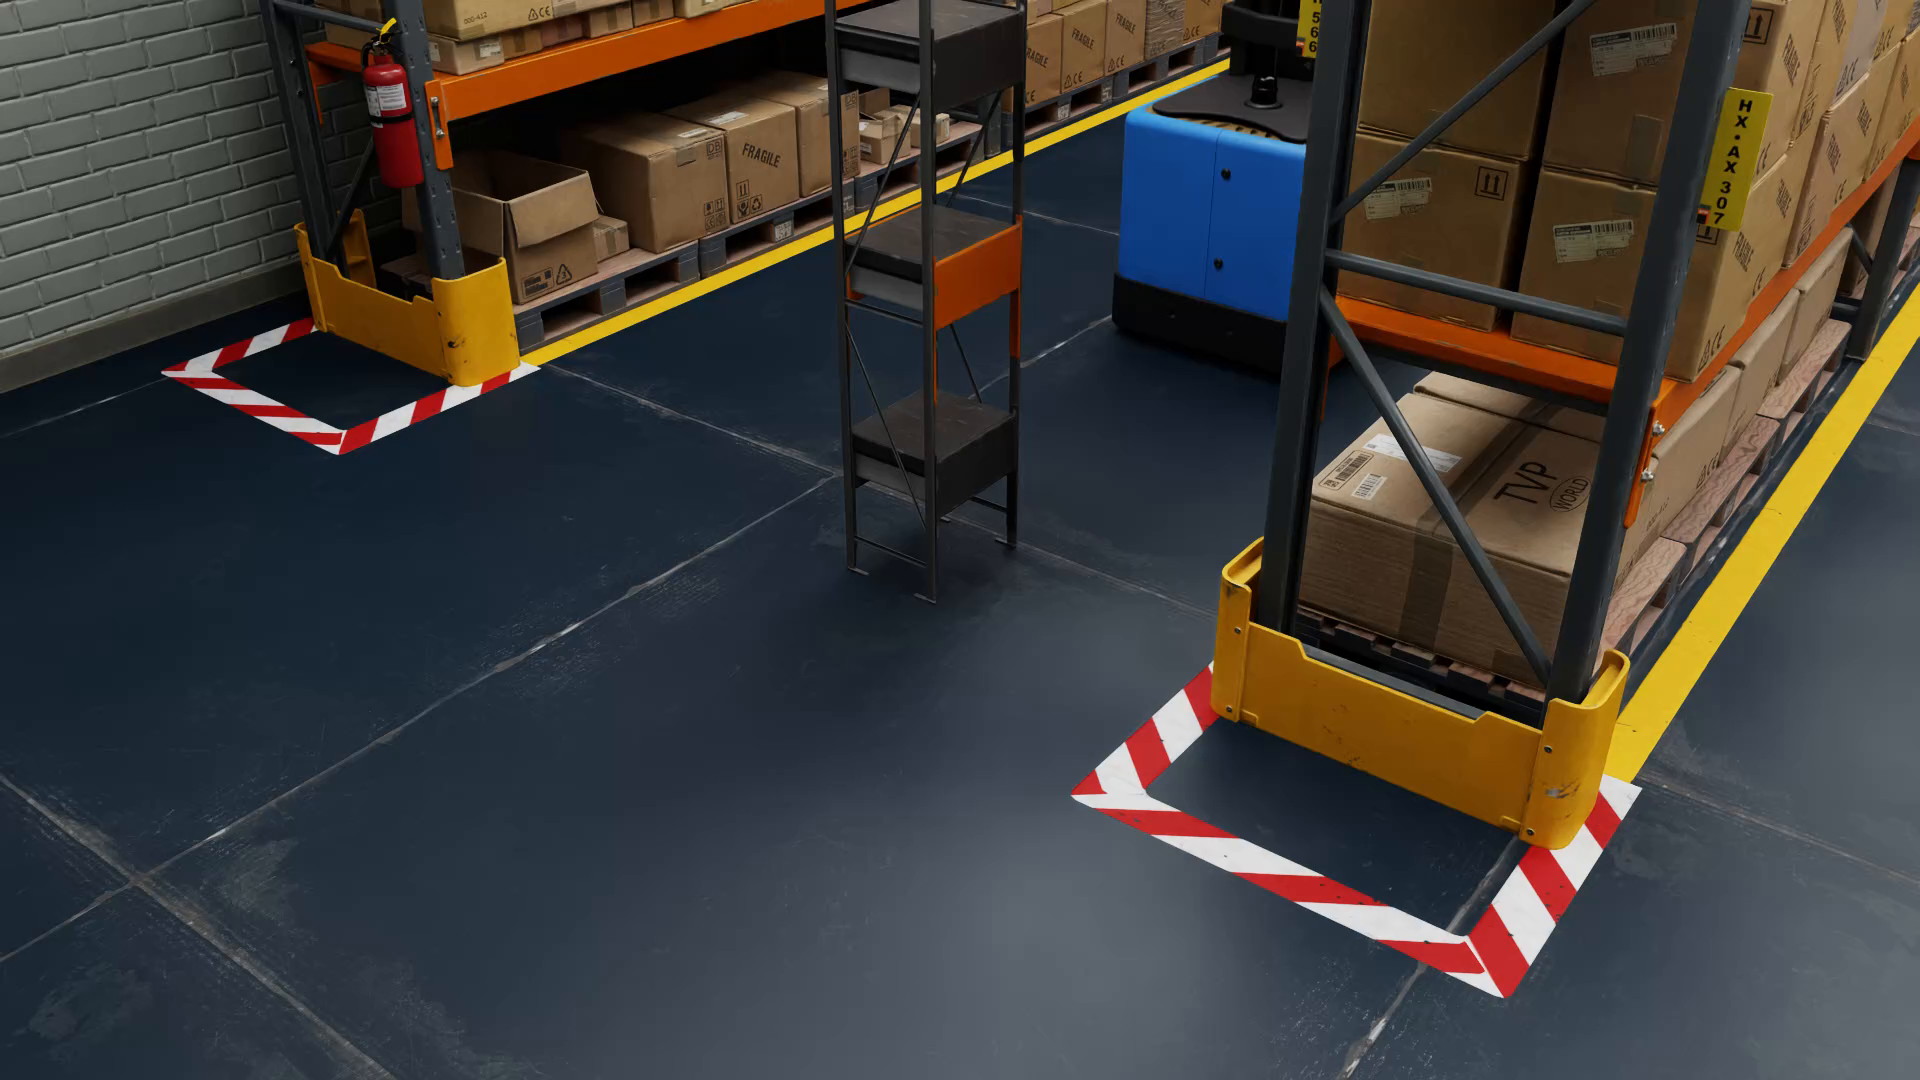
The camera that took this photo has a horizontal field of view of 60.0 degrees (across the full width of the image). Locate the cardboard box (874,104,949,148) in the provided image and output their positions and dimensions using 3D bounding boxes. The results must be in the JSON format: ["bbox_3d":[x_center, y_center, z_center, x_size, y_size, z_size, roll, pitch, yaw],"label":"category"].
[{"bbox_3d":[-0.286,-2.439,9.808,0.380,0.149,0.250,20,36,30],"label":"cardboard box"}]

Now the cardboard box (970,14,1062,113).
[{"bbox_3d":[0.288,-3.034,10.468,0.500,0.500,0.500,23,38,33],"label":"cardboard box"}]

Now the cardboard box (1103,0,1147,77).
[{"bbox_3d":[0.906,-3.455,11.178,0.500,0.500,0.500,20,36,30],"label":"cardboard box"}]

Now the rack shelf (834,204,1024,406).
[{"bbox_3d":[-0.100,-0.824,5.608,0.431,0.518,0.480,21,37,31],"label":"rack shelf"}]

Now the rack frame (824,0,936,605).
[{"bbox_3d":[-0.247,-0.737,5.434,0.400,2.100,0.015,21,37,31],"label":"rack frame"}]

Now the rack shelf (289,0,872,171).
[{"bbox_3d":[-1.391,-2.679,8.534,1.077,0.370,4.000,21,37,31],"label":"rack shelf"}]

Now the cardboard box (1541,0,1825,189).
[{"bbox_3d":[1.878,-1.230,4.305,0.500,0.500,0.500,20,36,30],"label":"cardboard box"}]

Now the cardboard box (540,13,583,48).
[{"bbox_3d":[-1.933,-2.352,7.523,0.380,0.149,0.250,21,36,31],"label":"cardboard box"}]

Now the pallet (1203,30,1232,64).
[{"bbox_3d":[1.750,-3.936,12.685,1.003,0.211,1.213,21,37,31],"label":"pallet"}]

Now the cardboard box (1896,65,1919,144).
[{"bbox_3d":[3.394,-1.841,6.316,0.500,0.500,0.500,20,36,30],"label":"cardboard box"}]

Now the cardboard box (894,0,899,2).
[{"bbox_3d":[-0.191,-3.424,10.490,0.380,0.149,0.250,20,36,29],"label":"cardboard box"}]

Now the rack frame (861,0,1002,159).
[{"bbox_3d":[-0.183,-3.802,9.723,1.000,3.000,0.127,21,37,31],"label":"rack frame"}]

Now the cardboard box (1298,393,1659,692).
[{"bbox_3d":[1.680,-0.027,5.455,0.875,0.438,0.875,20,36,30],"label":"cardboard box"}]

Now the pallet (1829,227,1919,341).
[{"bbox_3d":[4.182,-1.413,8.427,1.003,0.211,1.213,21,37,31],"label":"pallet"}]

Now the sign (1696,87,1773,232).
[{"bbox_3d":[1.800,-0.883,3.871,0.100,0.325,0.005,21,37,31],"label":"sign"}]

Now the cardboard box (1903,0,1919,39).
[{"bbox_3d":[3.099,-2.058,5.702,0.500,0.500,0.500,22,37,32],"label":"cardboard box"}]

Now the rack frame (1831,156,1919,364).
[{"bbox_3d":[3.776,-2.276,7.148,1.000,3.000,0.127,21,37,31],"label":"rack frame"}]

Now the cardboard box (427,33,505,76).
[{"bbox_3d":[-2.181,-2.117,7.126,0.380,0.149,0.250,21,36,31],"label":"cardboard box"}]

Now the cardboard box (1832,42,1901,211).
[{"bbox_3d":[2.774,-1.424,5.612,0.500,0.500,0.500,22,37,33],"label":"cardboard box"}]

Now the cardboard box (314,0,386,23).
[{"bbox_3d":[-2.532,-2.508,7.395,0.500,0.250,0.500,22,37,33],"label":"cardboard box"}]

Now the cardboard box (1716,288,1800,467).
[{"bbox_3d":[2.772,-0.768,6.705,0.875,0.438,0.875,20,36,30],"label":"cardboard box"}]

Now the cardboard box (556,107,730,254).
[{"bbox_3d":[-1.606,-1.836,8.446,0.700,0.500,0.500,23,38,33],"label":"cardboard box"}]

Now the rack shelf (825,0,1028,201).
[{"bbox_3d":[-0.100,-1.426,5.251,0.431,0.518,0.480,21,37,31],"label":"rack shelf"}]

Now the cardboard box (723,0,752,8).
[{"bbox_3d":[-1.221,-2.739,8.175,0.380,0.149,0.250,22,37,32],"label":"cardboard box"}]

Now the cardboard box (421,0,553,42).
[{"bbox_3d":[-2.109,-2.341,7.113,0.500,0.250,0.500,21,37,32],"label":"cardboard box"}]

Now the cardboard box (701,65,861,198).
[{"bbox_3d":[-0.980,-2.258,9.158,0.700,0.500,0.500,20,36,30],"label":"cardboard box"}]

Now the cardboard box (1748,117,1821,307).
[{"bbox_3d":[2.163,-1.014,4.920,0.500,0.500,0.500,21,36,31],"label":"cardboard box"}]

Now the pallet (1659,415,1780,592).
[{"bbox_3d":[2.519,-0.293,6.537,1.003,0.211,1.213,21,37,31],"label":"pallet"}]

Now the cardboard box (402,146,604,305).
[{"bbox_3d":[-2.153,-1.502,7.879,0.797,0.503,0.637,20,36,29],"label":"cardboard box"}]

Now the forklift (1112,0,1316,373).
[{"bbox_3d":[2.024,-2.673,7.885,1.130,2.935,3.031,22,37,32],"label":"forklift"}]

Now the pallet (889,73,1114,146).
[{"bbox_3d":[0.277,-2.944,11.011,1.003,0.211,1.213,21,37,31],"label":"pallet"}]

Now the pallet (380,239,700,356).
[{"bbox_3d":[-2.072,-1.331,8.290,1.003,0.211,1.213,21,37,31],"label":"pallet"}]

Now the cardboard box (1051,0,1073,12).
[{"bbox_3d":[0.497,-3.494,10.607,0.380,0.149,0.250,19,36,29],"label":"cardboard box"}]

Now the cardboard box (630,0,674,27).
[{"bbox_3d":[-1.576,-2.546,7.850,0.380,0.149,0.250,22,37,32],"label":"cardboard box"}]

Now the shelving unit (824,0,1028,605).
[{"bbox_3d":[-0.100,-0.836,5.601,0.431,2.100,0.503,21,37,31],"label":"shelving unit"}]

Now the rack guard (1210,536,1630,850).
[{"bbox_3d":[1.347,0.435,5.025,1.175,0.500,0.348,21,37,31],"label":"rack guard"}]

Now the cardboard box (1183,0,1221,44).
[{"bbox_3d":[1.523,-3.881,11.897,0.500,0.500,0.500,23,38,33],"label":"cardboard box"}]

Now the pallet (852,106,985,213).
[{"bbox_3d":[-0.599,-2.323,9.963,1.003,0.211,1.213,21,37,31],"label":"pallet"}]

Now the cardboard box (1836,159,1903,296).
[{"bbox_3d":[4.087,-1.819,8.049,0.875,0.875,0.875,22,37,33],"label":"cardboard box"}]

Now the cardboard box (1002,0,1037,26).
[{"bbox_3d":[0.245,-3.250,10.195,0.380,0.149,0.250,23,38,33],"label":"cardboard box"}]

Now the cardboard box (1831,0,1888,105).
[{"bbox_3d":[2.489,-1.654,5.020,0.500,0.500,0.500,21,36,31],"label":"cardboard box"}]
